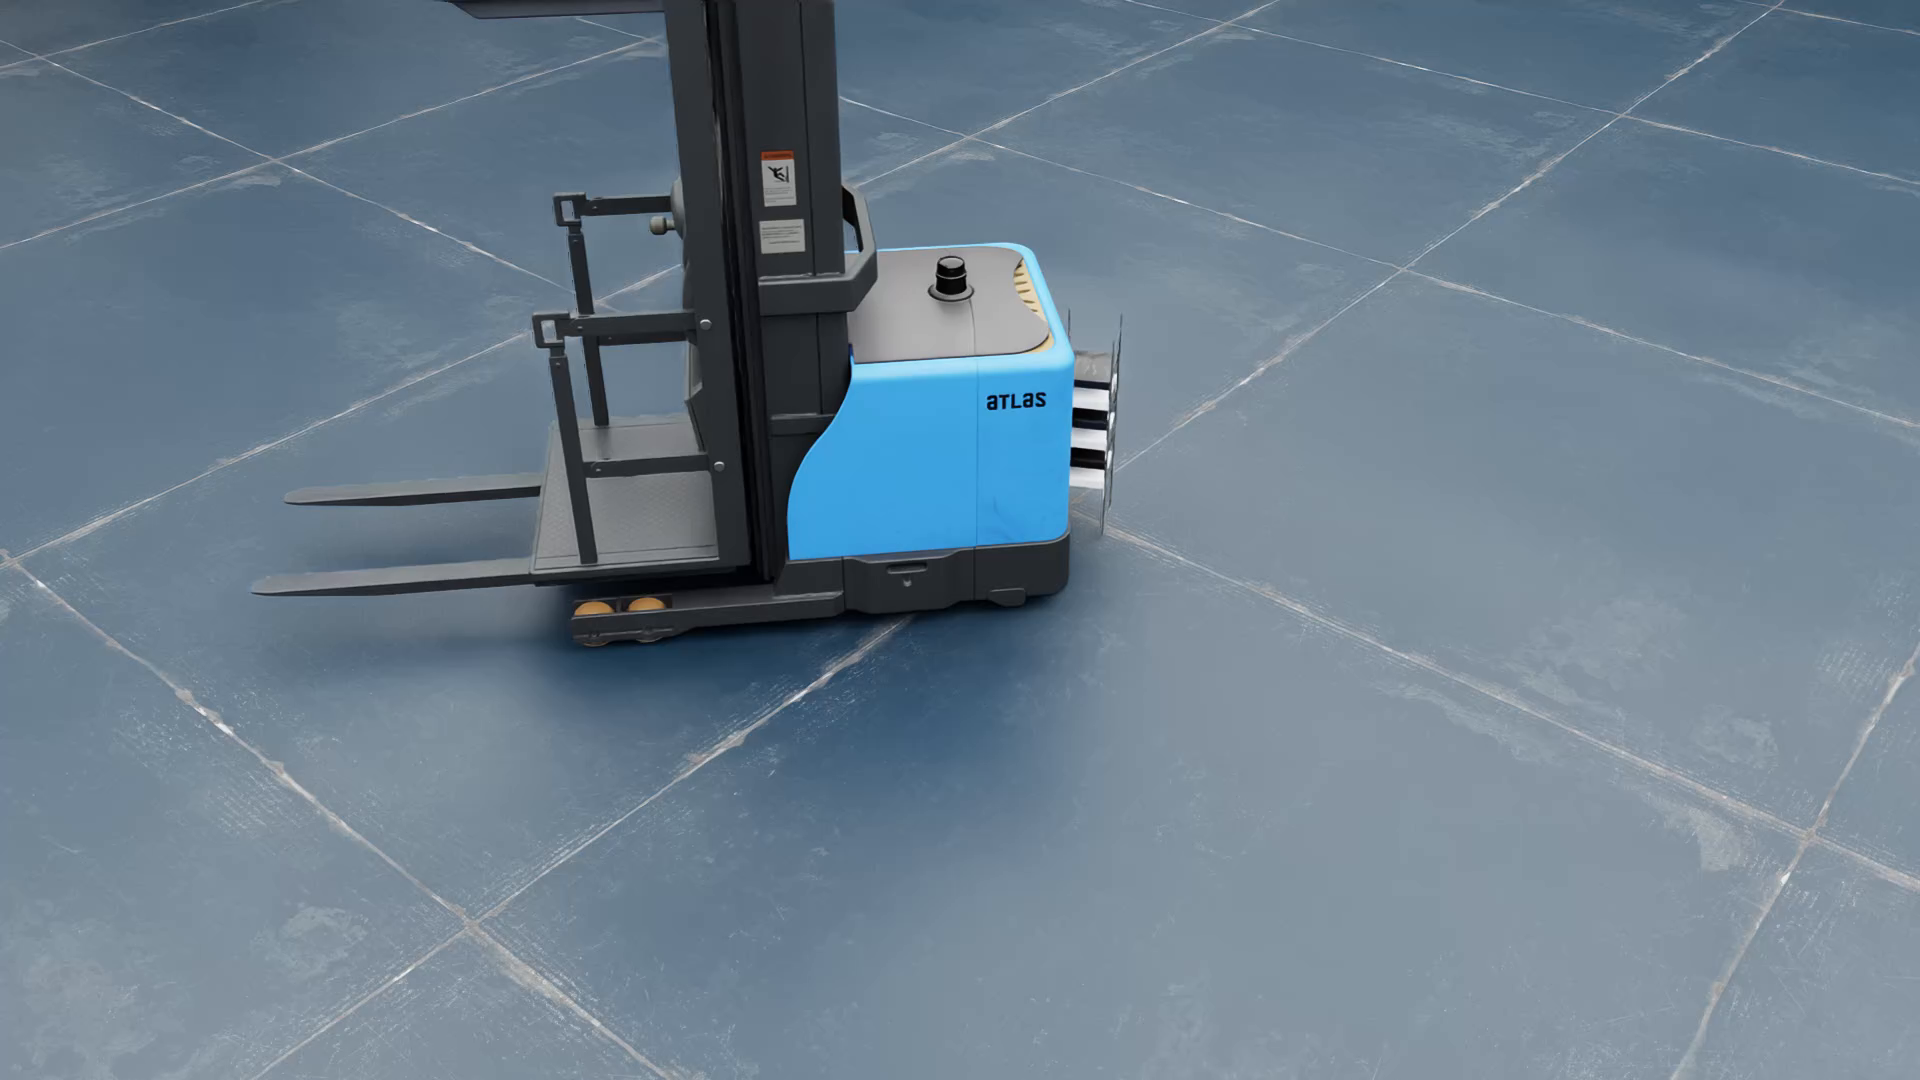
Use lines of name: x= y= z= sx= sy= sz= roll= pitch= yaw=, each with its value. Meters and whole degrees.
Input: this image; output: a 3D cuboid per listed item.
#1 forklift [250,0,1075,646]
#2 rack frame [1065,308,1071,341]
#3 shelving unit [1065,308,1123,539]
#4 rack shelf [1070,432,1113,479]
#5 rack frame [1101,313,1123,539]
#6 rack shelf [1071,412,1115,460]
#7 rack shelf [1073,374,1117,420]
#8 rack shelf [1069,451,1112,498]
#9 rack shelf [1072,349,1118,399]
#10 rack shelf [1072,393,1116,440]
forklift: x=-1.139 y=-1.132 z=5.809 sx=3.031 sy=2.935 sz=1.130 roll=-4 pitch=35 yaw=-6
rack frame: x=0.404 y=-0.468 z=6.636 sx=0.006 sy=0.900 sz=0.240 roll=7 pitch=35 yaw=10
shelving unit: x=0.503 y=-0.456 z=6.619 sx=0.210 sy=0.900 sz=0.258 roll=7 pitch=35 yaw=10
rack shelf: x=0.503 y=-0.354 z=6.688 sx=0.200 sy=0.077 sz=0.258 roll=7 pitch=35 yaw=10
rack frame: x=0.602 y=-0.443 z=6.601 sx=0.006 sy=0.900 sz=0.240 roll=7 pitch=35 yaw=10
rack shelf: x=0.503 y=-0.428 z=6.637 sx=0.200 sy=0.077 sz=0.258 roll=7 pitch=35 yaw=10
rack shelf: x=0.503 y=-0.577 z=6.536 sx=0.200 sy=0.077 sz=0.258 roll=7 pitch=35 yaw=10
rack shelf: x=0.503 y=-0.280 z=6.739 sx=0.200 sy=0.077 sz=0.258 roll=7 pitch=35 yaw=10
rack shelf: x=0.503 y=-0.651 z=6.485 sx=0.200 sy=0.077 sz=0.258 roll=7 pitch=35 yaw=10
rack shelf: x=0.503 y=-0.502 z=6.586 sx=0.200 sy=0.077 sz=0.258 roll=7 pitch=35 yaw=10
